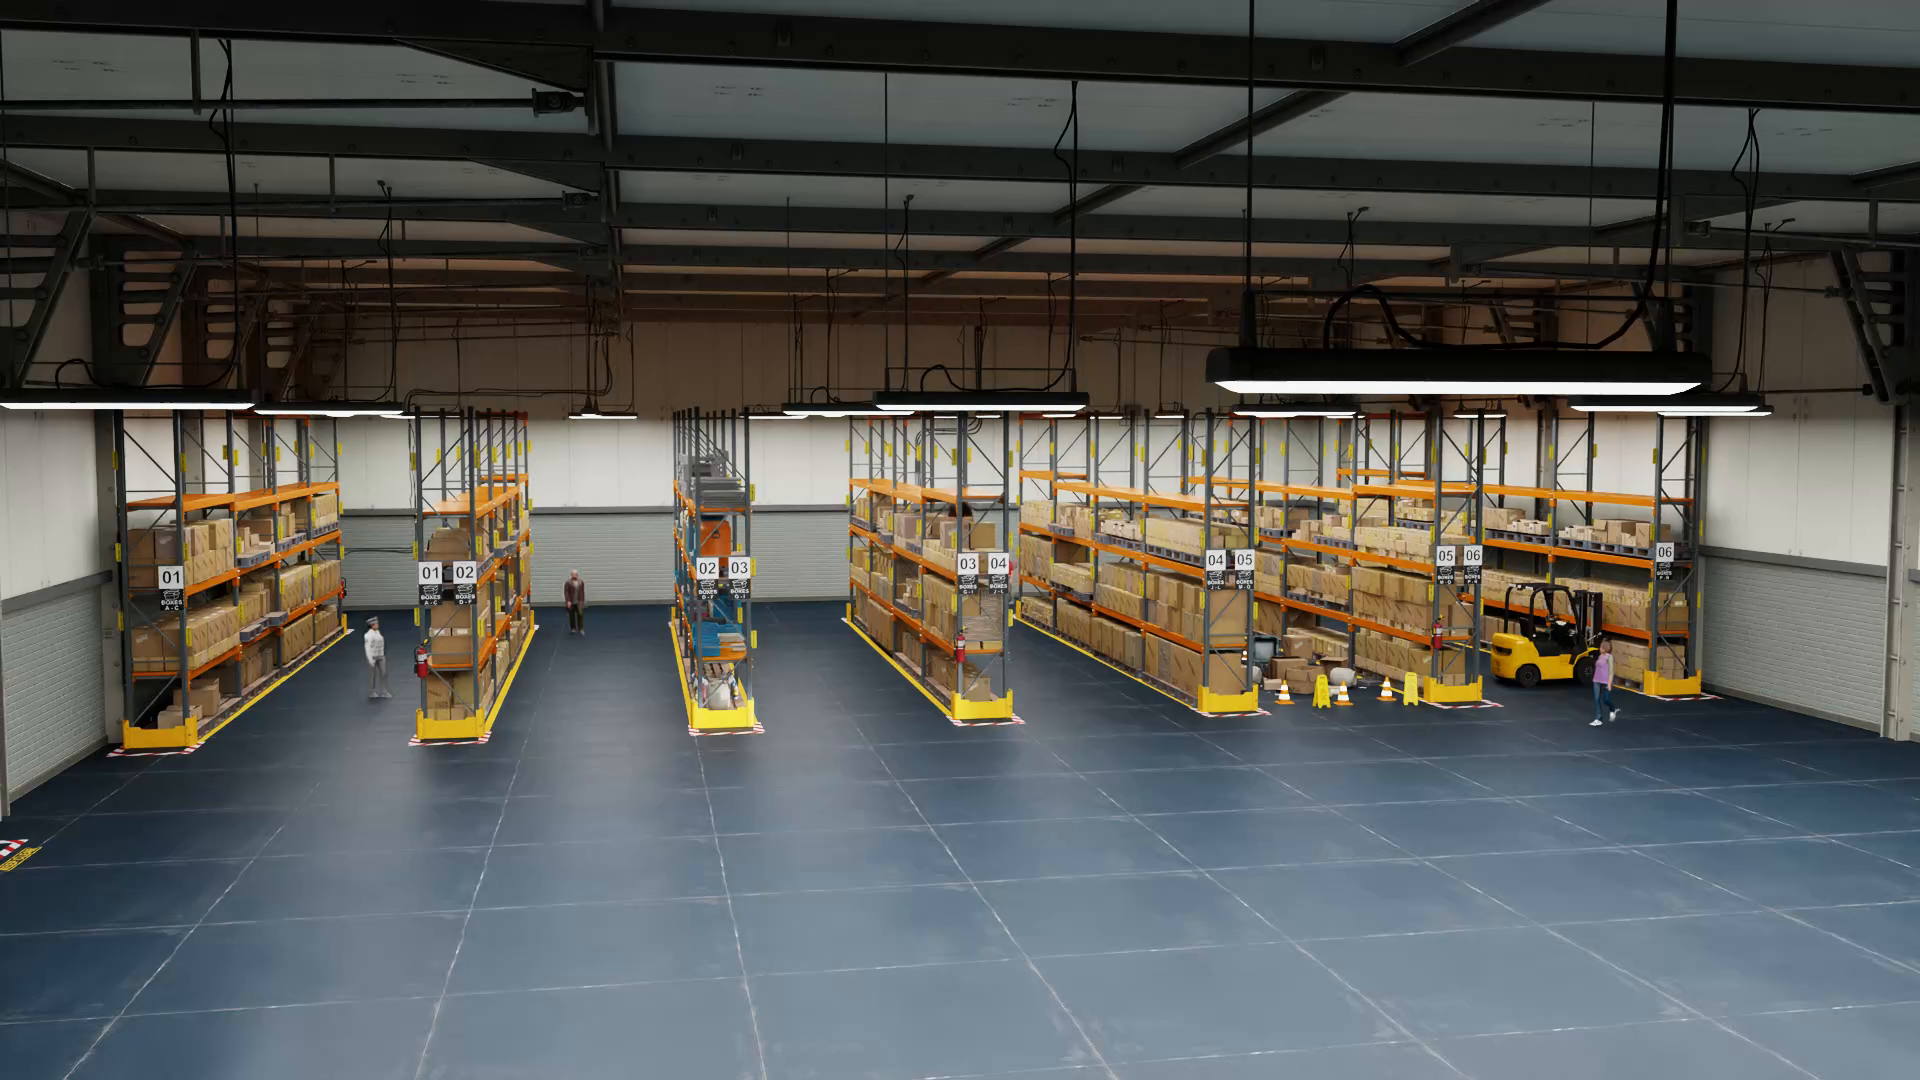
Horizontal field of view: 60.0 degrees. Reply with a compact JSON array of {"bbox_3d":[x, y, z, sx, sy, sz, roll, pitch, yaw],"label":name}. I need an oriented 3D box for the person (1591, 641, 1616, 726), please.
[{"bbox_3d":[12.141,2.694,31.294,0.579,1.582,0.415,-4,6,-44],"label":"person"}]

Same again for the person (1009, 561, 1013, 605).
[{"bbox_3d":[1.362,1.244,51.220,0.575,1.678,1.021,1,4,15],"label":"person"}]

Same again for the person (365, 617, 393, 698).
[{"bbox_3d":[-12.072,2.441,34.458,0.543,1.692,0.493,3,5,40],"label":"person"}]

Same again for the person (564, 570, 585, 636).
[{"bbox_3d":[-10.306,1.670,44.495,0.574,1.722,1.101,-1,4,-16],"label":"person"}]
